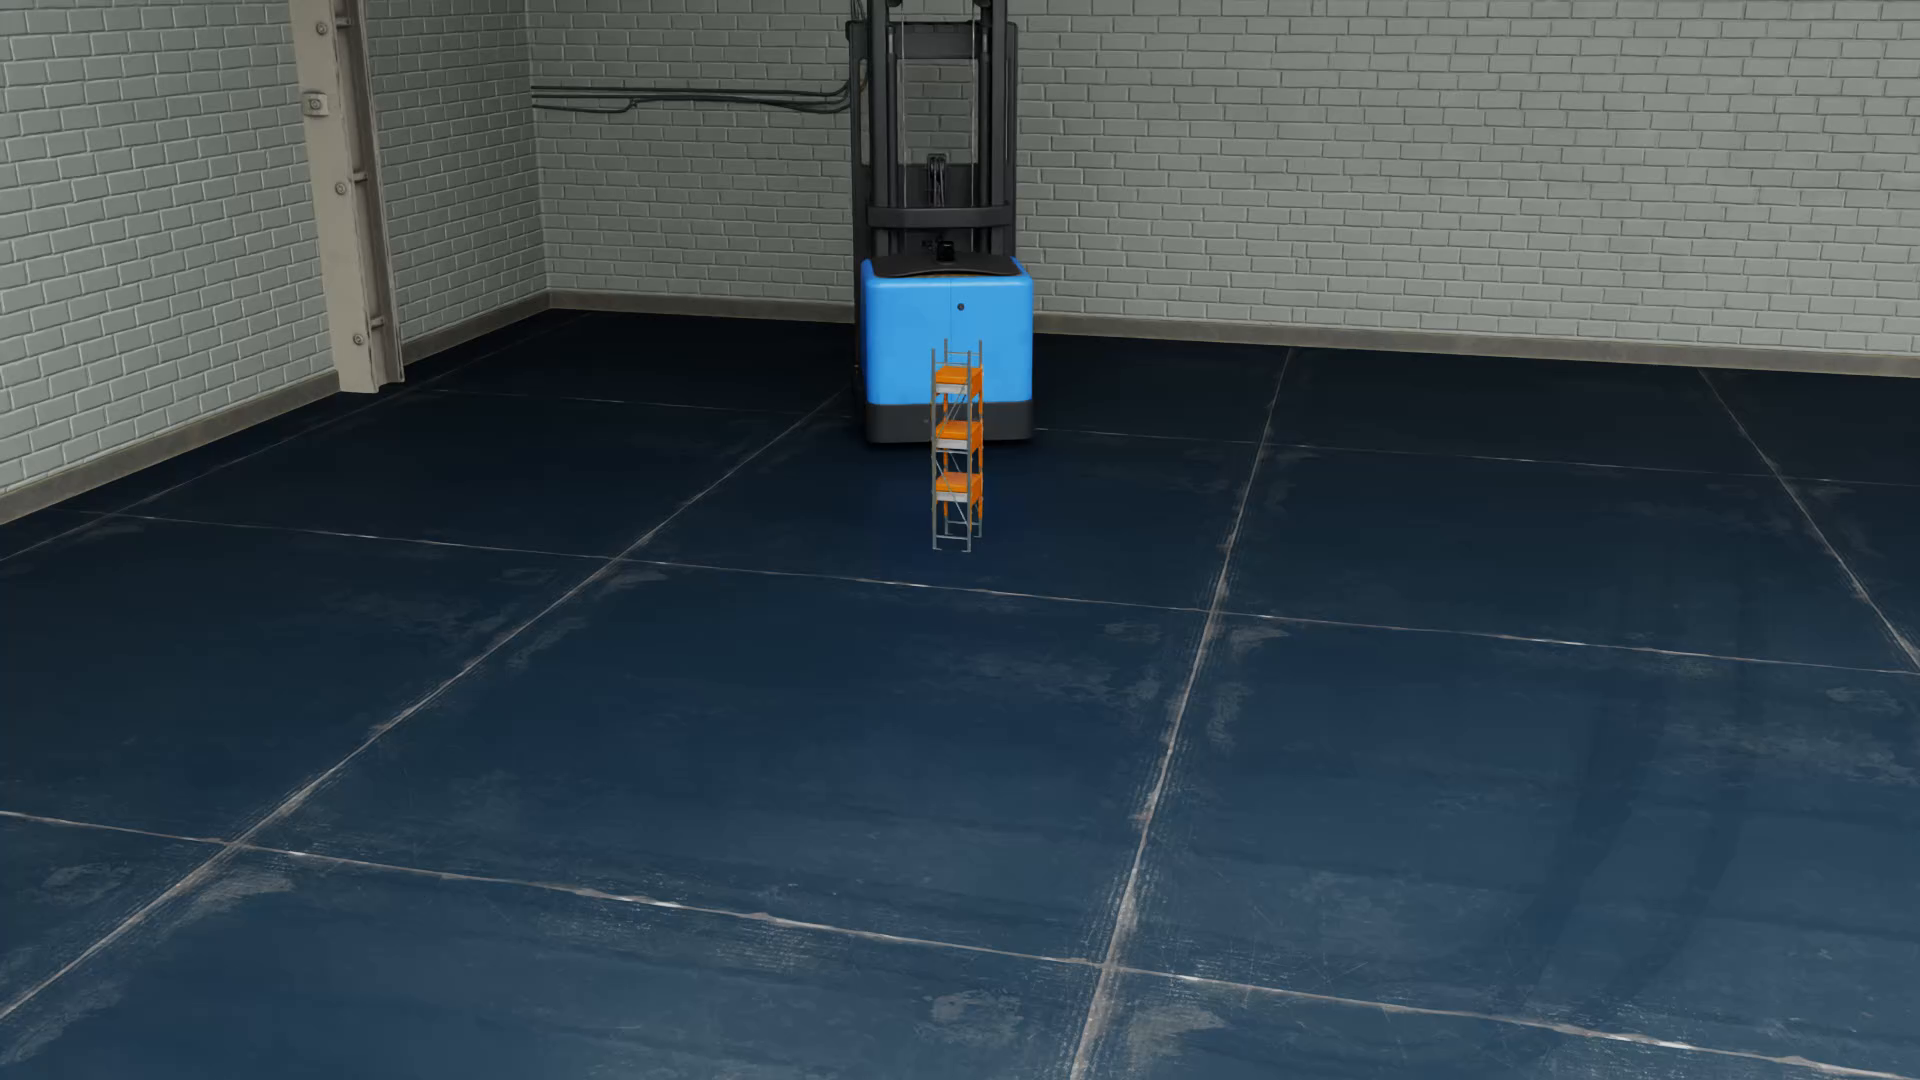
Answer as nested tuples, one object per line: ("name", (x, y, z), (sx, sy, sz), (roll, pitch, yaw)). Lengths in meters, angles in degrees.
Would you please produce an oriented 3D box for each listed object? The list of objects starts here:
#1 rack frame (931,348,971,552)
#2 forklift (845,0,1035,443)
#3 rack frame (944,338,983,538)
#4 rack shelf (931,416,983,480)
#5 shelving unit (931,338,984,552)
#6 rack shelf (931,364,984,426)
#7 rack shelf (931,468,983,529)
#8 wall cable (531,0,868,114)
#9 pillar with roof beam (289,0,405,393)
("rack frame", (-0.043, -0.442, 8.357), (0.200, 1.050, 0.008), (5, 19, 13))
("forklift", (-0.195, -2.413, 11.218), (1.130, 2.935, 3.031), (-2, 19, -5))
("rack frame", (0.017, -0.518, 8.581), (0.200, 1.050, 0.008), (5, 19, 13))
("rack shelf", (-0.013, -0.470, 8.472), (0.215, 0.259, 0.240), (5, 19, 13))
("shelving unit", (-0.013, -0.480, 8.469), (0.215, 1.050, 0.252), (5, 19, 13))
("rack shelf", (-0.013, -0.739, 8.380), (0.215, 0.259, 0.240), (5, 19, 13))
("rack shelf", (-0.013, -0.207, 8.562), (0.215, 0.259, 0.240), (5, 19, 13))
("wall cable", (-2.221, -4.715, 13.373), (3.097, 2.526, 0.112), (5, 19, 13))
("pillar with roof beam", (-0.048, -5.025, 9.478), (9.100, 9.000, 0.400), (5, 19, 13))
